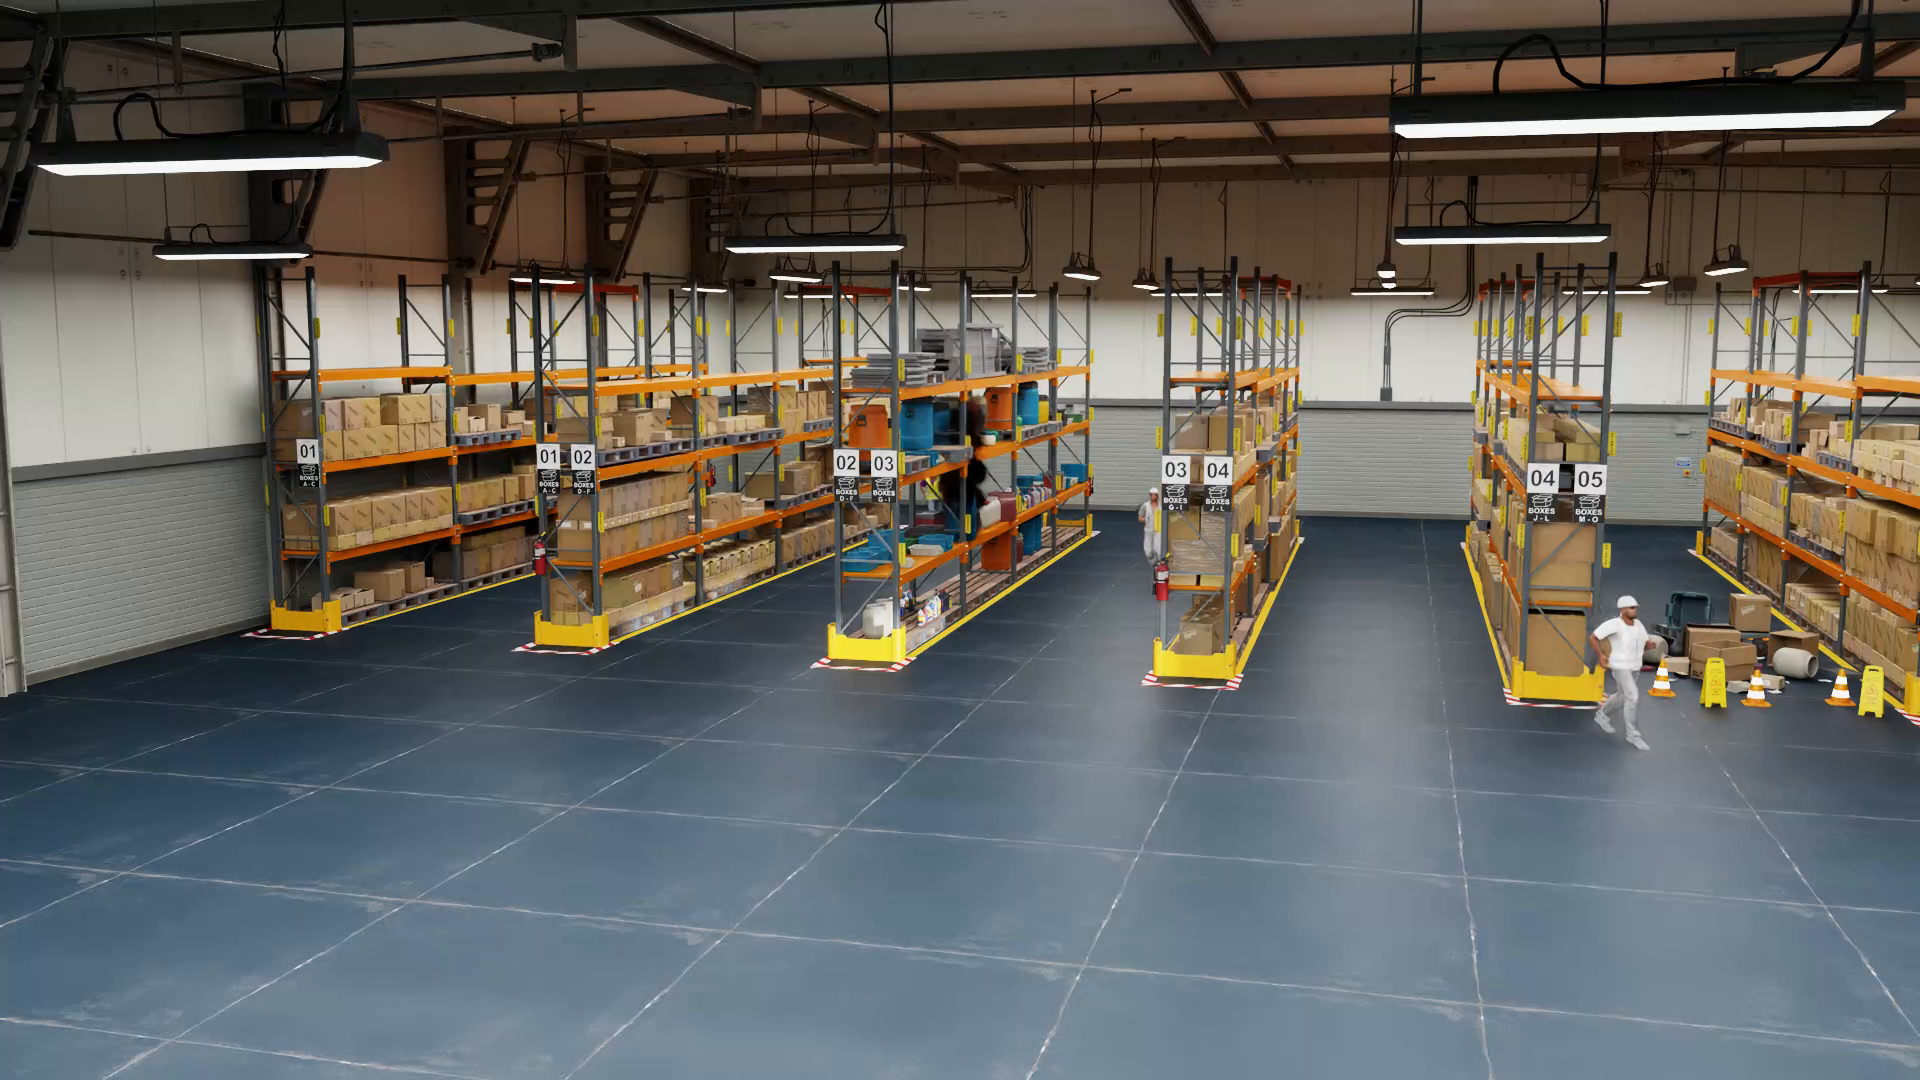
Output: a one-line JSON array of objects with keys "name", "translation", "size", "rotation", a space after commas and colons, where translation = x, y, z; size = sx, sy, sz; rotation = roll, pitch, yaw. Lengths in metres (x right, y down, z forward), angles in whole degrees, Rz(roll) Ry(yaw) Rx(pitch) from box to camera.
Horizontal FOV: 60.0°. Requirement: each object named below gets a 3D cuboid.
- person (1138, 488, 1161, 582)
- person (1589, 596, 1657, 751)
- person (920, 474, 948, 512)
[{"name": "person", "translation": [3.753, -0.110, 32.060], "size": [0.640, 1.806, 0.747], "rotation": [2, 8, 19]}, {"name": "person", "translation": [8.044, 1.564, 20.108], "size": [0.687, 1.797, 0.903], "rotation": [-4, 8, -31]}, {"name": "person", "translation": [-0.632, -0.942, 40.151], "size": [0.695, 1.798, 0.713], "rotation": [0, 7, 2]}]
